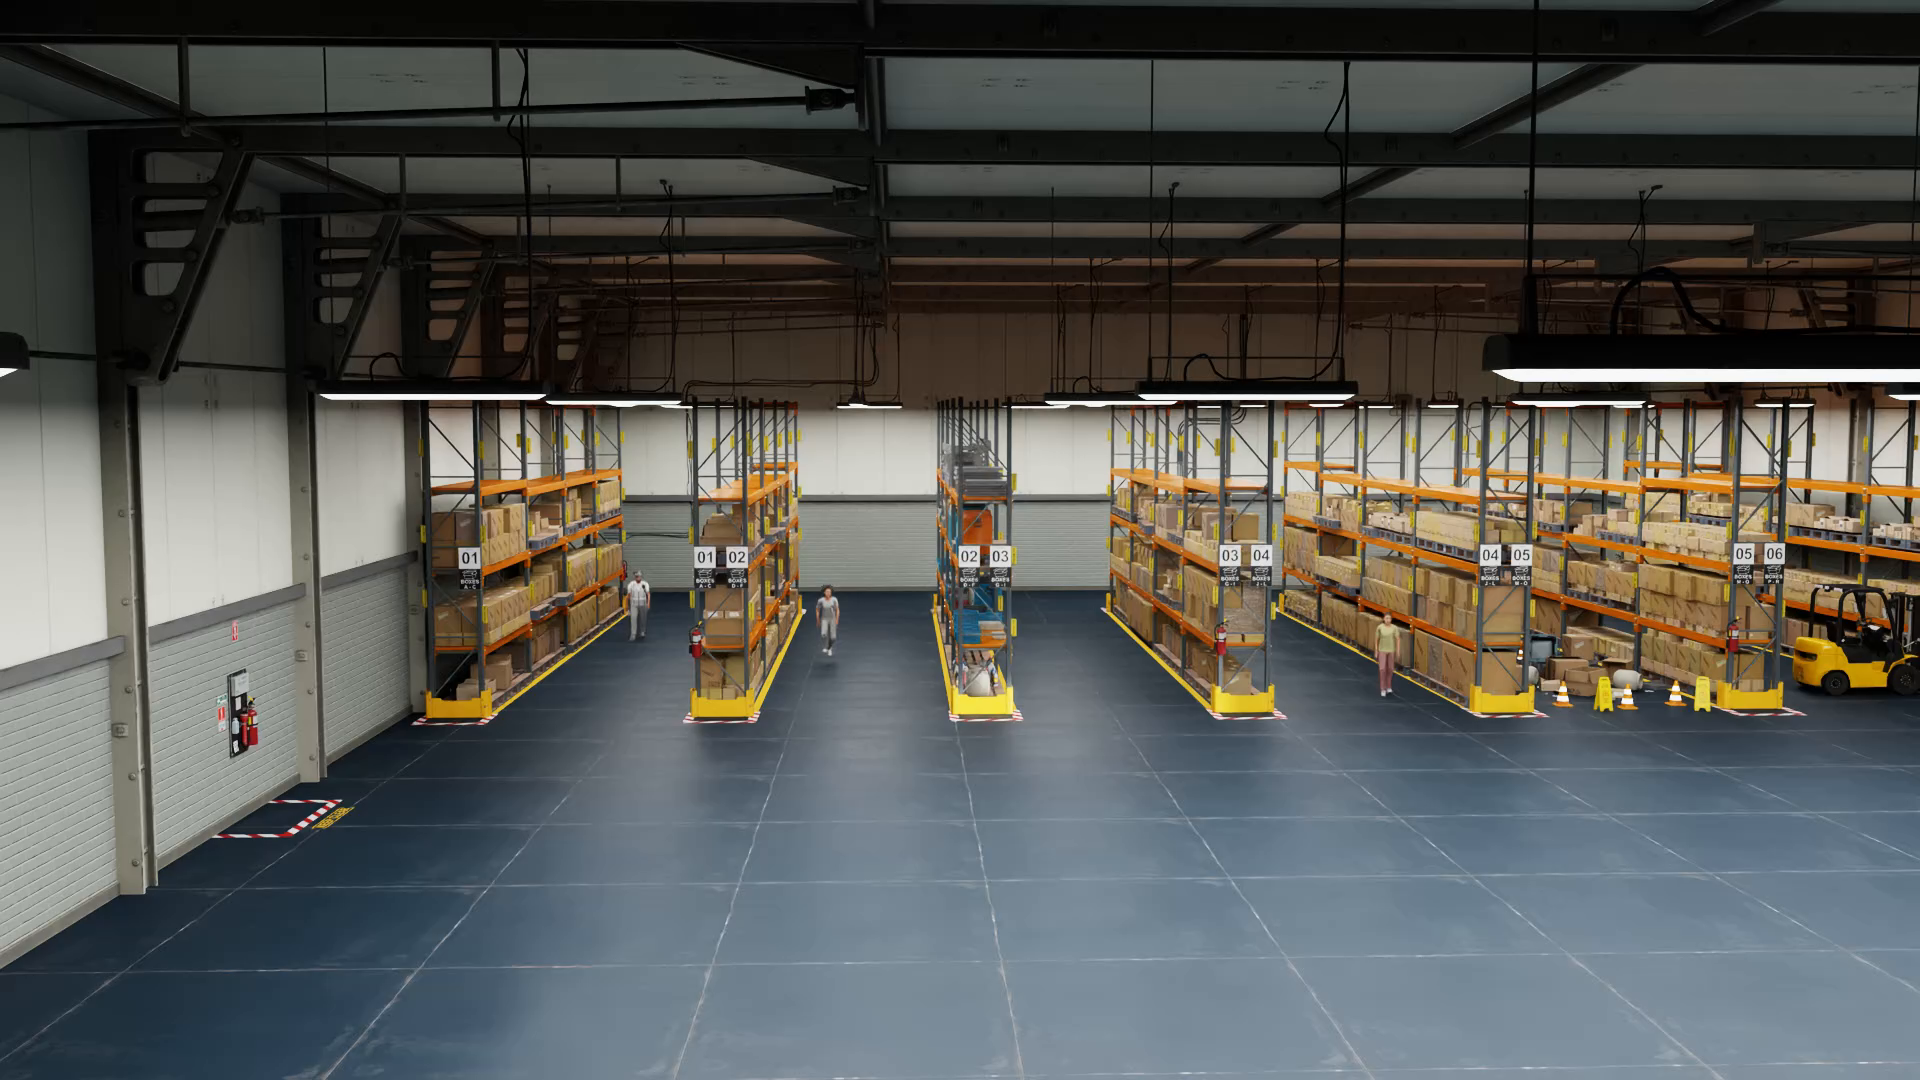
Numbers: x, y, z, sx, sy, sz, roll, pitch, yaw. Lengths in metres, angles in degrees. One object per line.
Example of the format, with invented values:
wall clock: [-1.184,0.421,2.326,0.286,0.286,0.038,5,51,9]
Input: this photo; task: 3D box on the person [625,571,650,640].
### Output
person: [-8.090,1.617,41.742,0.622,1.701,1.055,-1,4,-11]

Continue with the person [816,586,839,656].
person: [-3.007,1.861,37.736,0.523,1.612,0.650,-1,5,-12]

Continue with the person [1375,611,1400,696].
person: [8.664,2.301,33.680,0.486,1.712,0.560,0,4,6]
